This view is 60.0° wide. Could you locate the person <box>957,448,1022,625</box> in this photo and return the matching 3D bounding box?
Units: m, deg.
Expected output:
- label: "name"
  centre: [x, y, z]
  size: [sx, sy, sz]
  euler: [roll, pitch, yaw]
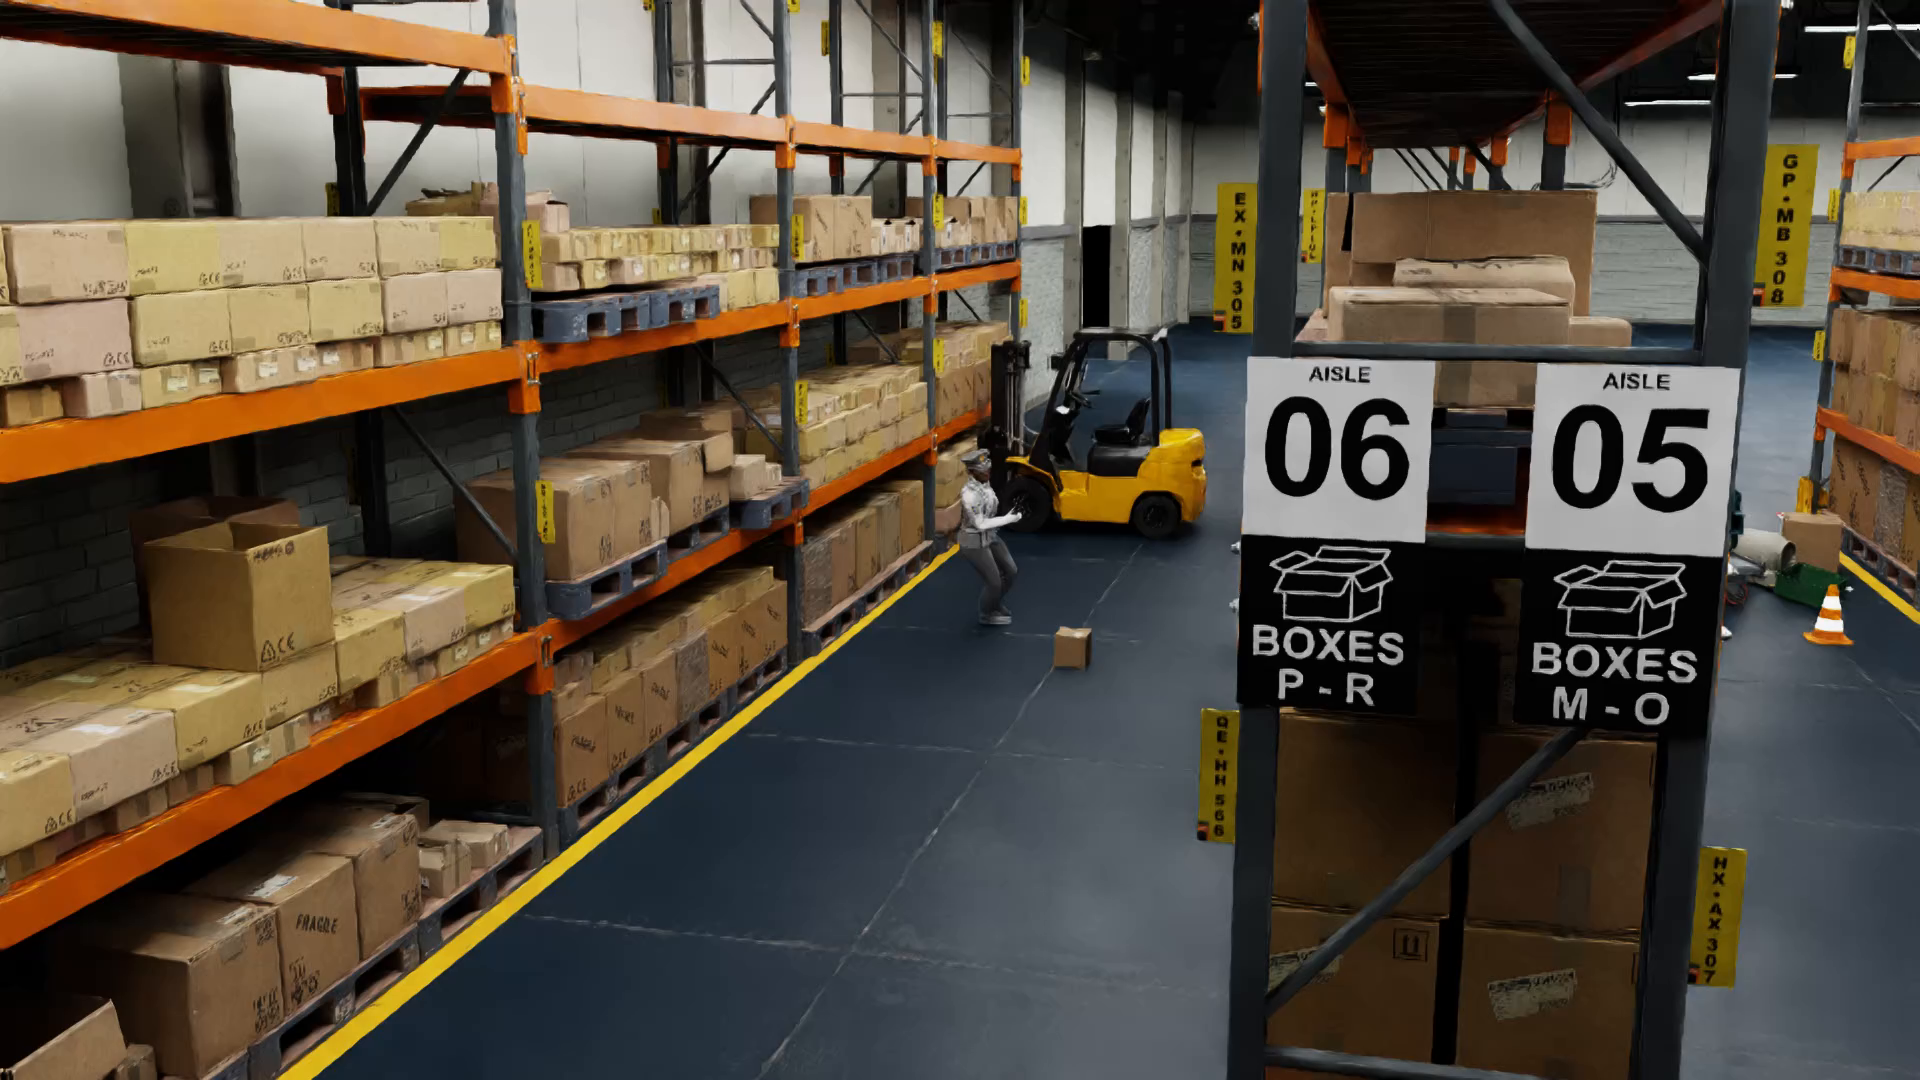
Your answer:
- label: "person"
  centre: [0.281, -0.017, 13.768]
  size: [0.525, 1.557, 0.859]
  euler: [4, 12, 18]
